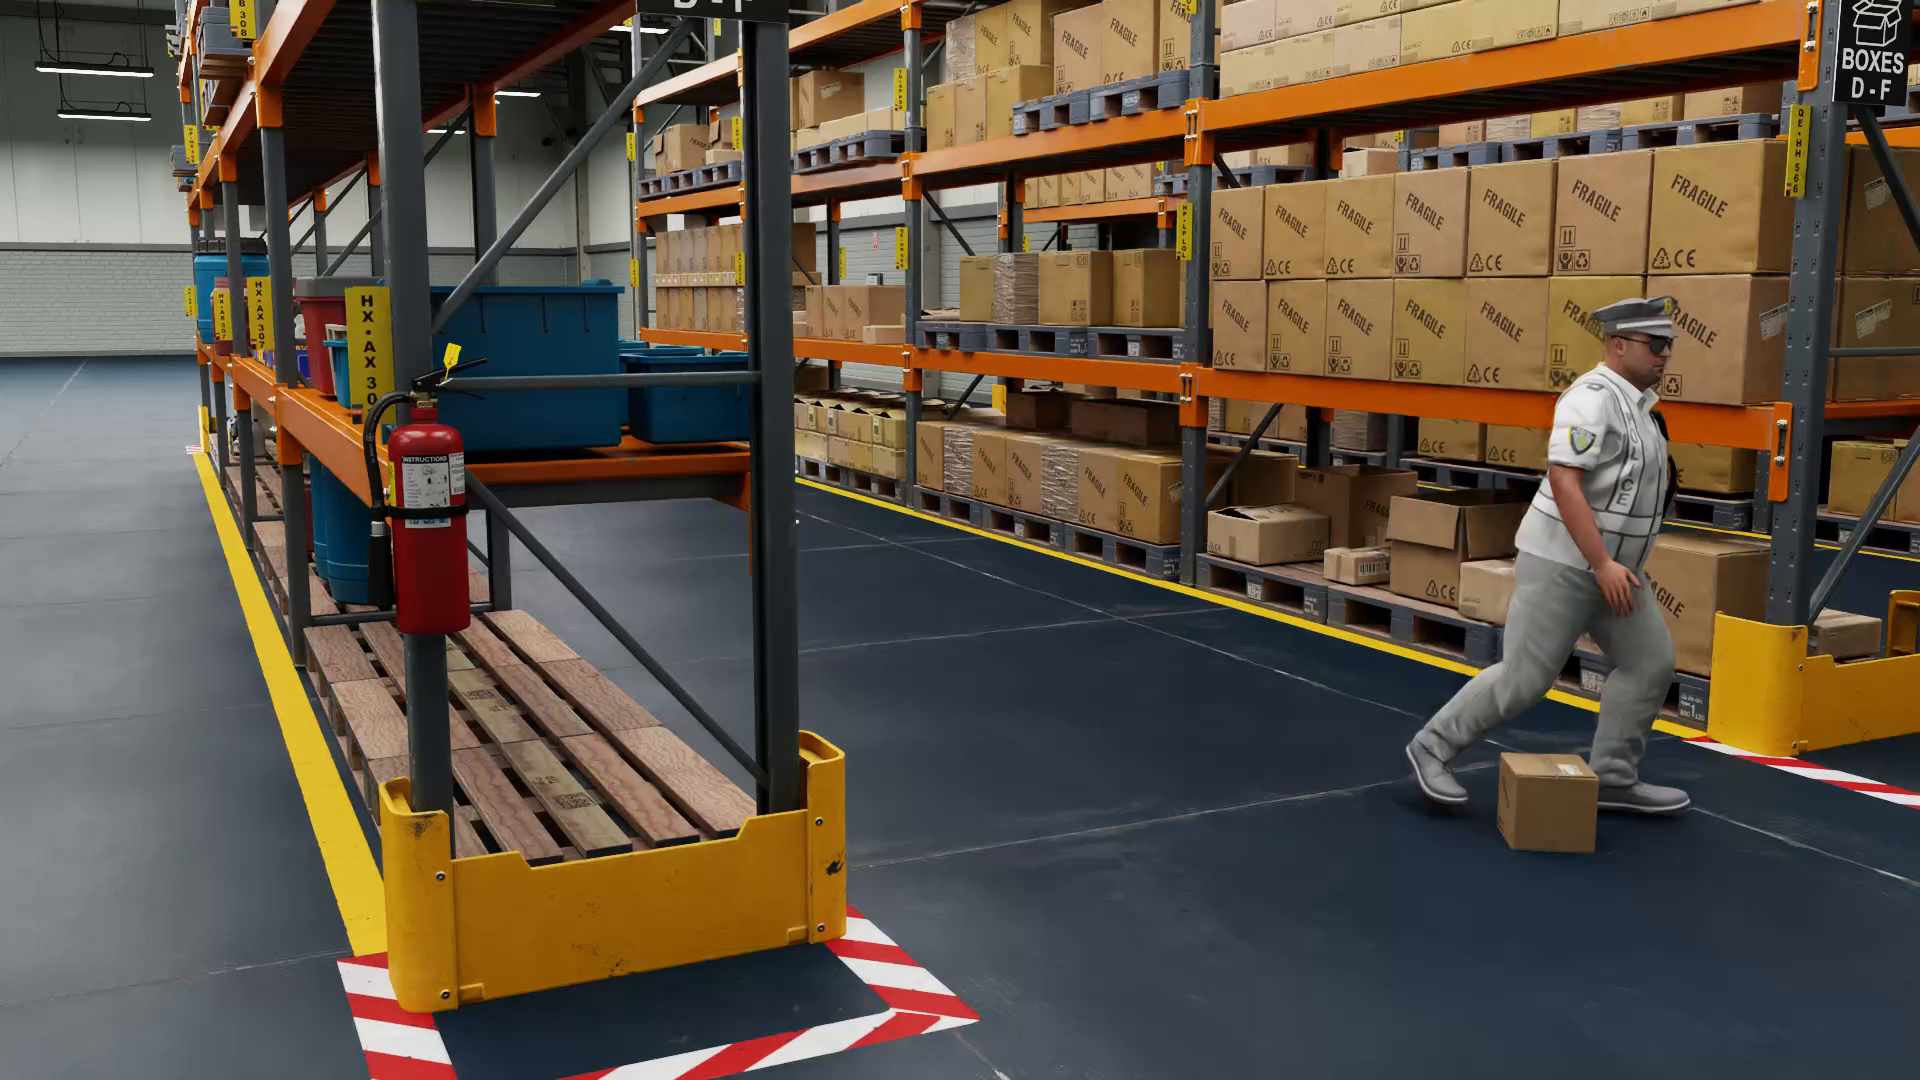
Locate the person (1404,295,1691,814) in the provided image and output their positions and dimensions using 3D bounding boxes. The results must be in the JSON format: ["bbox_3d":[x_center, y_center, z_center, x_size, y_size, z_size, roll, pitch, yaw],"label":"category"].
[{"bbox_3d":[1.956,0.051,5.483,0.831,1.701,0.637,8,11,42],"label":"person"}]
